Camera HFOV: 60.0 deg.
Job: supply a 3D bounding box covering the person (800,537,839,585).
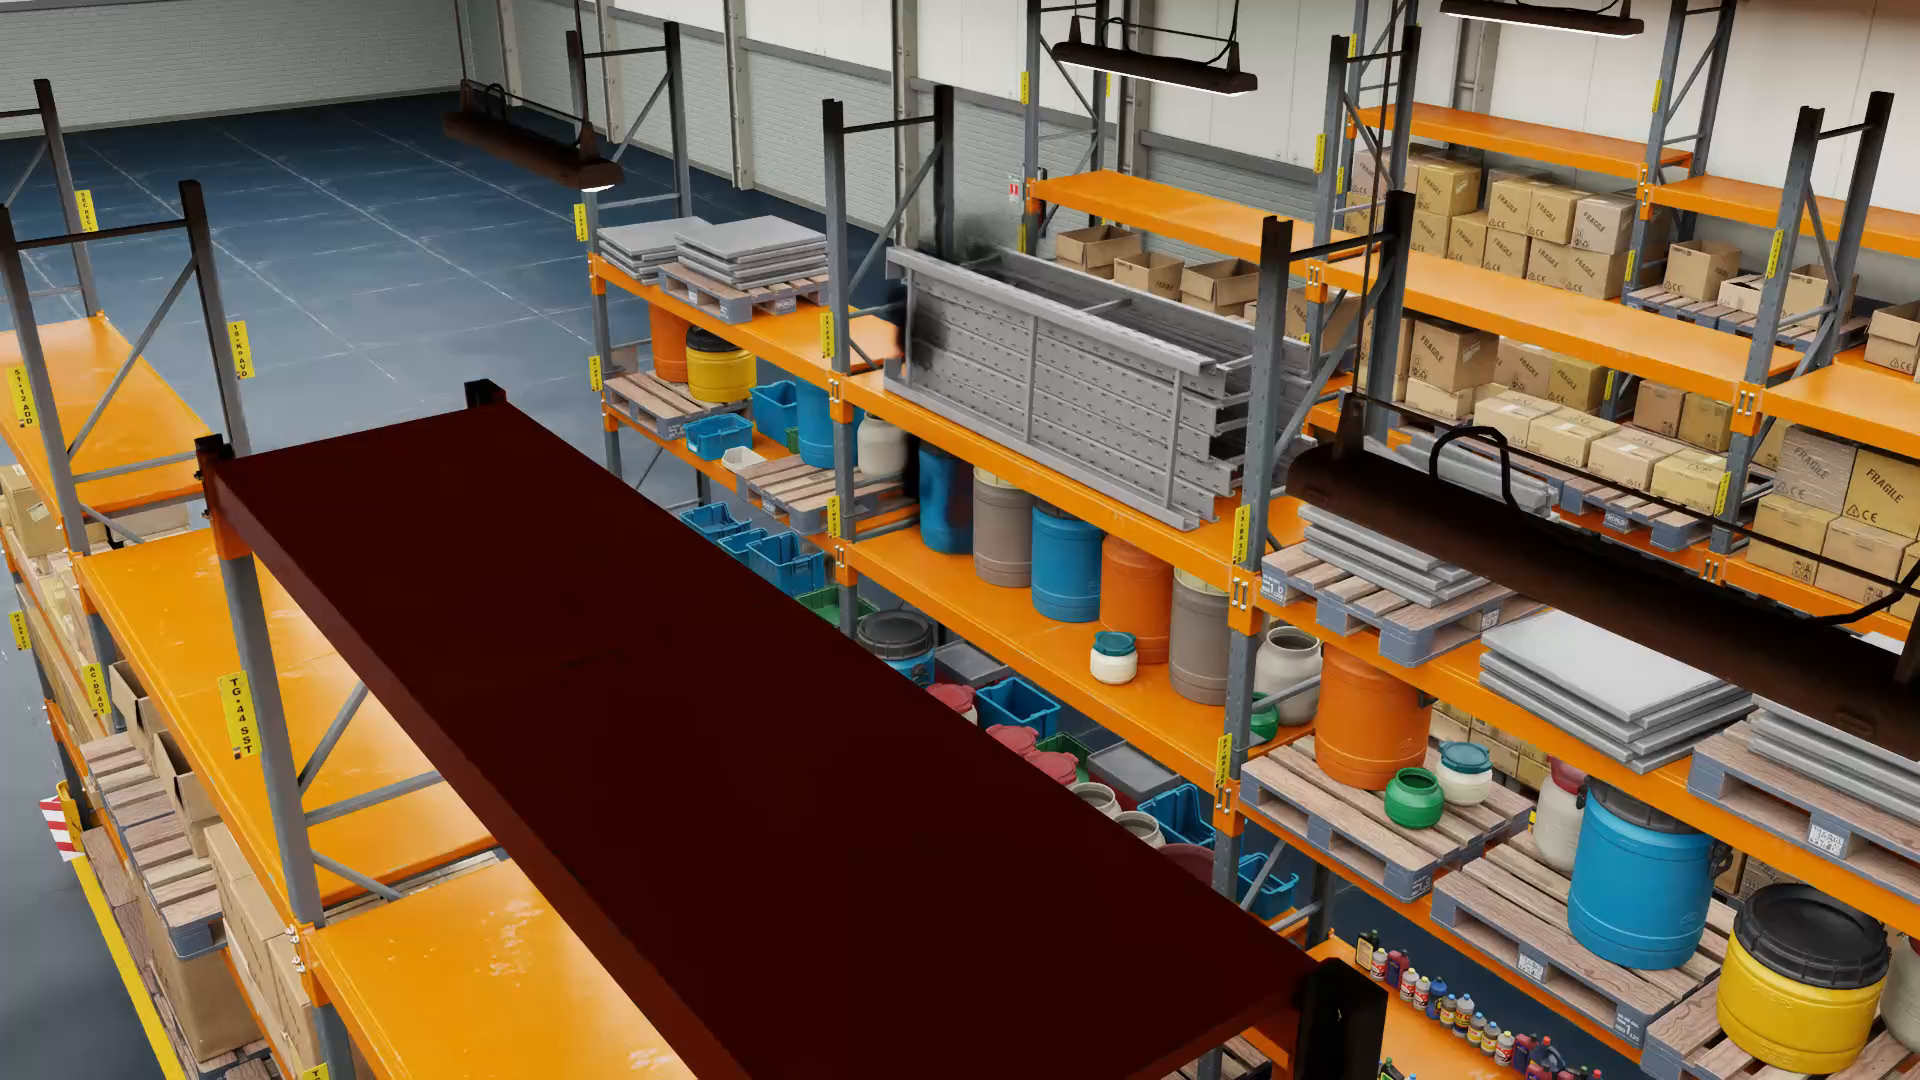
[{"bbox_3d":[-1.394,0.062,16.824,0.697,1.799,0.642,21,32,38],"label":"person"}]
